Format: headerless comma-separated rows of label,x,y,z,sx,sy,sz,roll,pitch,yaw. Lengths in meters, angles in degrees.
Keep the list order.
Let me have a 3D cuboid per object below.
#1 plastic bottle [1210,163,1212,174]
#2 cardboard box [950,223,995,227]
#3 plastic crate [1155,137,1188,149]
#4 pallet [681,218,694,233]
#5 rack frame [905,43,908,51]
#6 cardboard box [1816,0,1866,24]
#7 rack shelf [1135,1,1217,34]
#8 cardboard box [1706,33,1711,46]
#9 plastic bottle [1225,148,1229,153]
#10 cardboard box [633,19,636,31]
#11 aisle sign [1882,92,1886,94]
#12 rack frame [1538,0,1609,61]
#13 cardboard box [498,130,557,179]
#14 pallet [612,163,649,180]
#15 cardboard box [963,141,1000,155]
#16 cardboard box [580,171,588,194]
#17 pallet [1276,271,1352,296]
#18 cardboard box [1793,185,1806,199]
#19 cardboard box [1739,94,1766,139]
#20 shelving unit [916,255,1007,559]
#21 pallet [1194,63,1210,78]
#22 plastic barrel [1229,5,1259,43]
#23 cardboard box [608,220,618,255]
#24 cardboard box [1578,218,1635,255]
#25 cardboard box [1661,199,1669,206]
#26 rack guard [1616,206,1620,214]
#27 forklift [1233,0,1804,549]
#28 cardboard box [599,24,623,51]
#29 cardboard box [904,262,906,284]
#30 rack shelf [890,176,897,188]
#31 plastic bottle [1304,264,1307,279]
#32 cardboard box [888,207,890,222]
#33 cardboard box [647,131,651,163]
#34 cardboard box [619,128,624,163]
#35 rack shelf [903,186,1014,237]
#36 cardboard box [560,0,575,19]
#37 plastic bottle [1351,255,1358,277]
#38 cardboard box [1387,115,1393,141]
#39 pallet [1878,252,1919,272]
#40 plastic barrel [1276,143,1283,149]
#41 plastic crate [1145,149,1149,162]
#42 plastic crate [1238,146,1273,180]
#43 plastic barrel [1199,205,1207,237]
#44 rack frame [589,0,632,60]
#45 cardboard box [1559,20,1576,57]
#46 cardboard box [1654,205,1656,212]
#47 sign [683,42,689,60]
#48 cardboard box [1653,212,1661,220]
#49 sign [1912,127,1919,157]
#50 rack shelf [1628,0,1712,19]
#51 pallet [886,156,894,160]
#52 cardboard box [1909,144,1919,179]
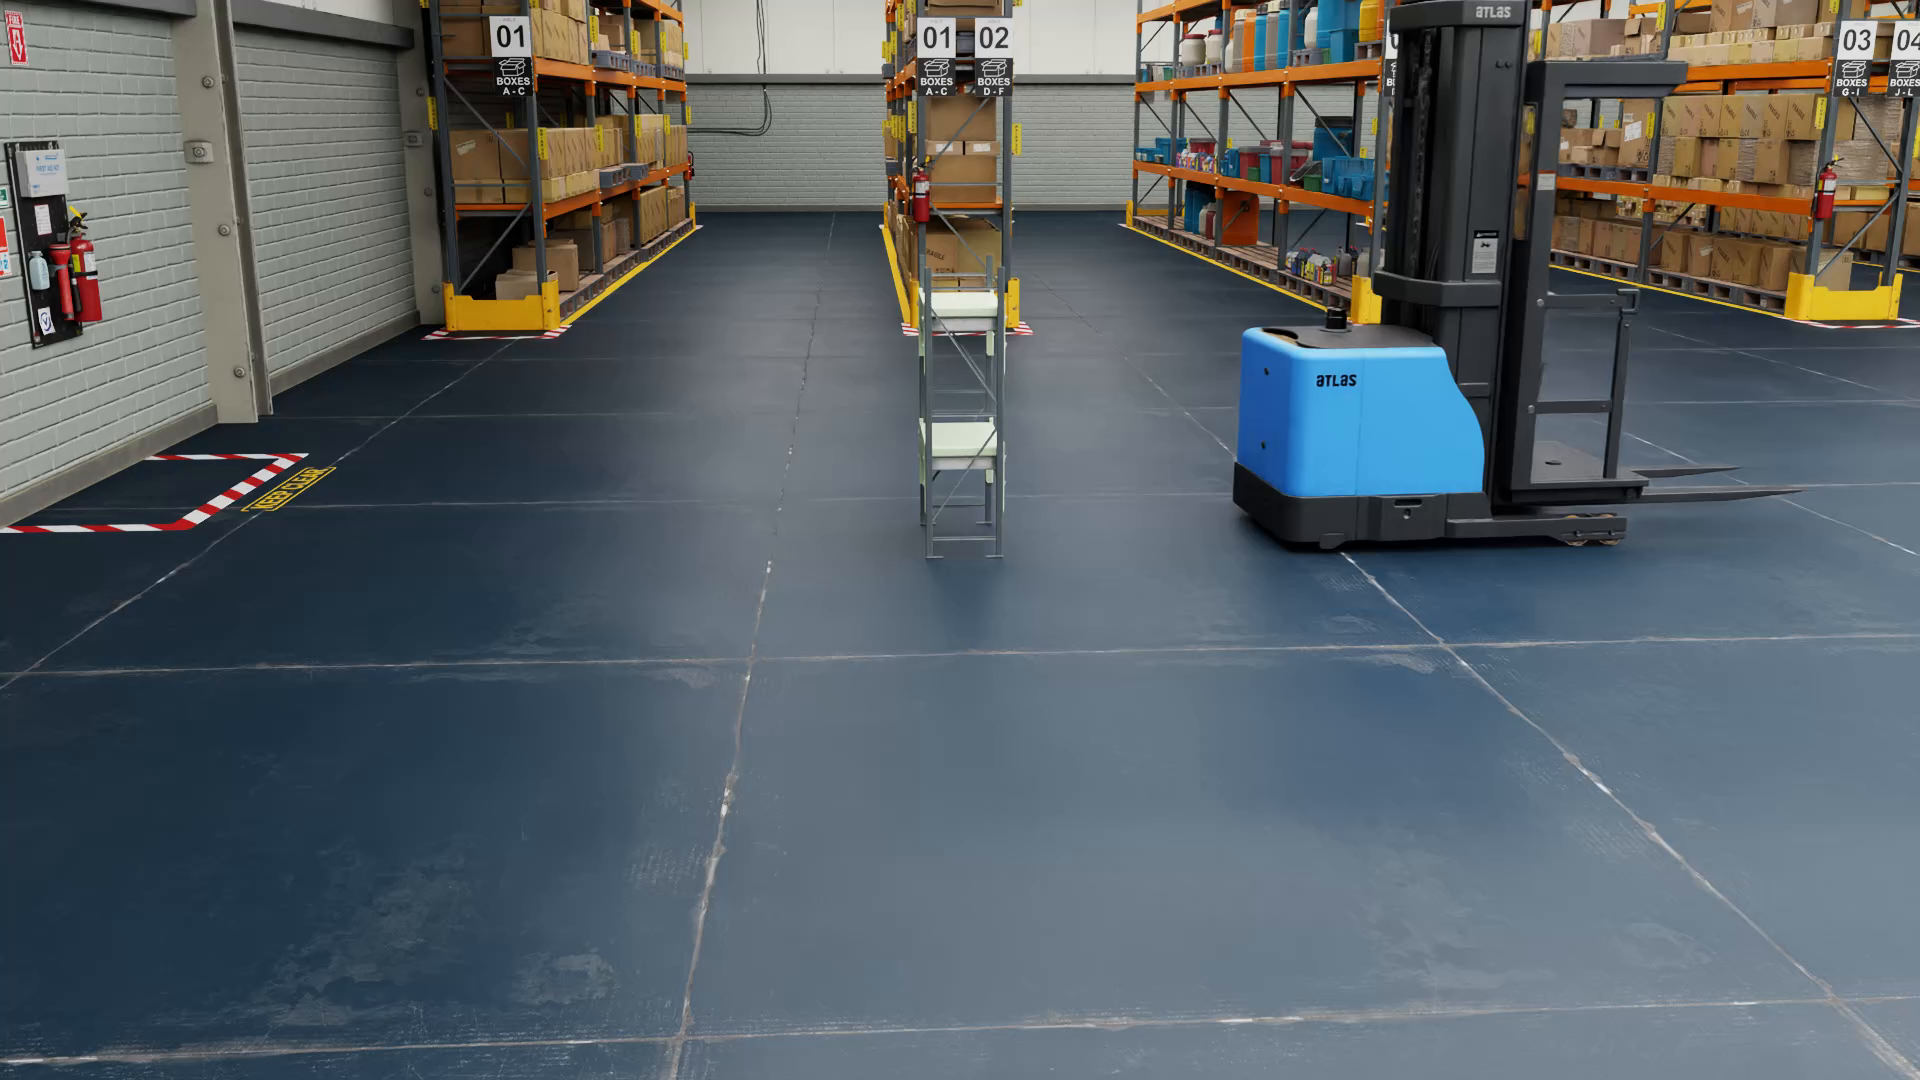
plastic bottle,4.040,-5.935,26.473,0.097,0.201,0.097,0,14,0
cardboard box,0.144,-3.531,19.899,0.500,0.500,0.500,-1,14,-3
plastic crate,4.205,-7.806,33.155,0.616,0.435,0.499,-1,14,-3
pallet,-5.762,-6.139,32.464,1.003,0.211,1.213,-1,14,-3
rack frame,-0.203,-7.686,20.839,1.000,3.000,0.127,-1,14,-3
cardboard box,10.110,-6.198,19.277,0.500,0.500,0.500,-1,14,-4
rack shelf,4.122,-9.706,30.938,1.077,0.370,4.000,-1,14,-3
cardboard box,9.536,-6.227,20.688,0.380,0.149,0.250,0,14,-2
plastic bottle,4.629,-6.598,28.751,0.144,0.351,0.185,-1,14,-3
cardboard box,-5.918,-8.858,29.167,0.500,0.500,0.500,-1,14,-4
aisle sign,19.137,-9.352,34.136,0.394,0.787,0.004,-1,14,-3
rack frame,9.437,-8.833,25.296,1.000,3.000,0.127,-1,14,-3
cardboard box,-4.628,-4.132,17.822,0.500,0.500,0.500,-1,14,-3
pallet,-5.244,-5.430,24.494,1.213,0.211,1.003,-1,14,-3
cardboard box,0.236,-4.249,18.019,0.380,0.149,0.250,-1,14,-4
cardboard box,-4.746,-4.278,19.895,0.500,0.250,0.500,-1,14,-4
pallet,4.741,-3.338,21.576,1.003,0.211,1.213,-1,14,-3
cardboard box,9.694,-3.946,18.847,0.380,0.149,0.250,-1,14,-3
cardboard box,9.587,-4.996,19.620,0.500,0.500,0.500,-1,14,-3
shelving unit,0.000,-0.725,8.833,0.431,1.500,0.755,-1,14,-3
pallet,4.465,-7.731,27.415,1.003,0.211,1.213,-1,14,-3
plastic barrel,4.461,-7.856,25.816,0.600,0.830,0.708,-1,14,-3
cardboard box,-5.382,-4.392,24.211,0.700,0.500,0.500,-1,14,-4
cardboard box,9.588,-4.485,24.571,0.700,0.500,0.500,0,14,1
cardboard box,13.710,-6.492,31.924,0.380,0.149,0.250,-1,14,-5
rack guard,13.903,-6.739,34.215,1.175,0.500,0.348,-1,14,-3
forklift,3.133,-1.514,9.027,3.031,2.935,1.130,-2,15,-7
cardboard box,-5.481,-7.530,25.168,0.700,0.500,0.500,-2,15,-8
cardboard box,-0.425,-3.283,20.443,0.500,0.250,0.500,-1,14,-3
rack shelf,-0.574,-5.924,27.476,1.077,0.370,4.000,-1,14,-3
plastic bottle,4.383,-3.389,20.912,0.097,0.201,0.097,0,14,0
cardboard box,-1.134,-6.258,31.965,0.500,0.250,0.500,-1,14,-3
cardboard box,-5.222,-6.279,26.572,0.500,0.500,0.500,-1,14,-4
cardboard box,-5.355,-5.843,24.631,0.700,0.500,0.500,-3,15,-10
rack shelf,-0.079,-3.935,19.743,1.077,0.370,4.000,-1,14,-3
cardboard box,-4.758,-6.312,19.271,0.500,0.500,0.500,-1,14,-5
plastic bottle,5.000,-3.462,21.030,0.061,0.283,0.133,-1,14,-3
cardboard box,8.733,-8.104,32.702,0.500,0.500,0.500,-1,14,-5
pallet,14.440,-4.128,24.648,1.003,0.211,1.213,-1,14,-3
plastic barrel,4.797,-5.548,24.344,0.421,0.512,0.421,0,14,0
plastic crate,3.766,-7.395,31.962,0.416,0.233,0.300,-1,14,-3
plastic crate,4.288,-5.475,24.159,0.402,0.464,0.583,-1,14,-3
plastic barrel,4.252,-5.391,28.108,0.421,0.512,0.421,0,14,0
rack frame,-5.394,-8.603,24.405,1.000,3.000,0.127,-1,14,-3
cardboard box,9.237,-7.424,24.635,0.500,0.500,0.500,-1,14,-3
cardboard box,13.757,-6.542,32.716,0.380,0.149,0.250,-2,15,-6
sign,-5.348,-9.536,32.430,0.100,0.325,0.005,-1,14,-3
cardboard box,13.677,-6.340,32.526,0.380,0.149,0.250,-2,15,-6
sign,10.474,-4.365,18.236,0.100,0.325,0.005,-1,14,-3
rack shelf,14.022,-10.026,31.386,1.077,0.370,4.000,-1,14,-3
pallet,-0.758,-6.477,28.565,1.003,0.211,1.213,-1,14,-3
cardboard box,14.246,-5.536,24.321,0.500,0.500,0.500,-1,14,-4
